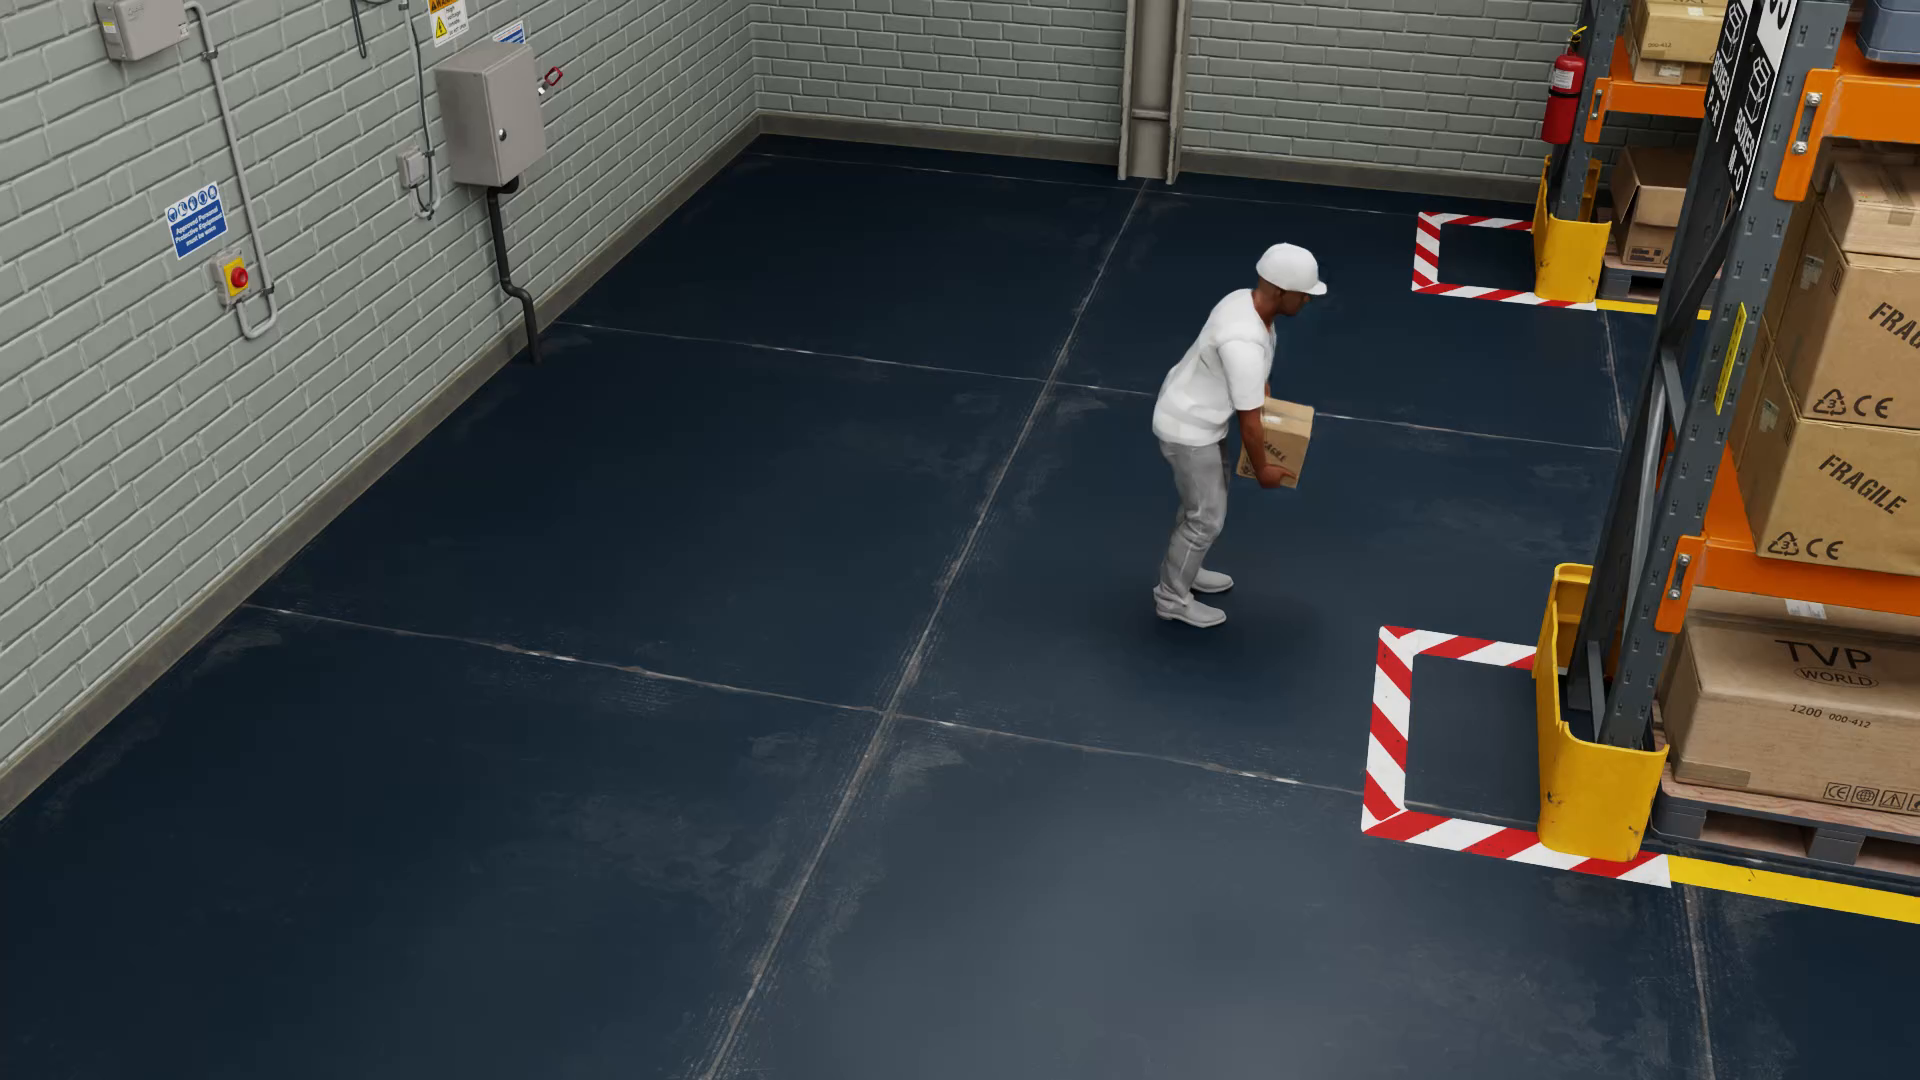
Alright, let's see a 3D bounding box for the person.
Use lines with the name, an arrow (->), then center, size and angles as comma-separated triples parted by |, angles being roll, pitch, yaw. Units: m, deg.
person -> 1.114, -0.441, 6.871 | 0.636, 1.693, 0.488 | 8, 33, 12
